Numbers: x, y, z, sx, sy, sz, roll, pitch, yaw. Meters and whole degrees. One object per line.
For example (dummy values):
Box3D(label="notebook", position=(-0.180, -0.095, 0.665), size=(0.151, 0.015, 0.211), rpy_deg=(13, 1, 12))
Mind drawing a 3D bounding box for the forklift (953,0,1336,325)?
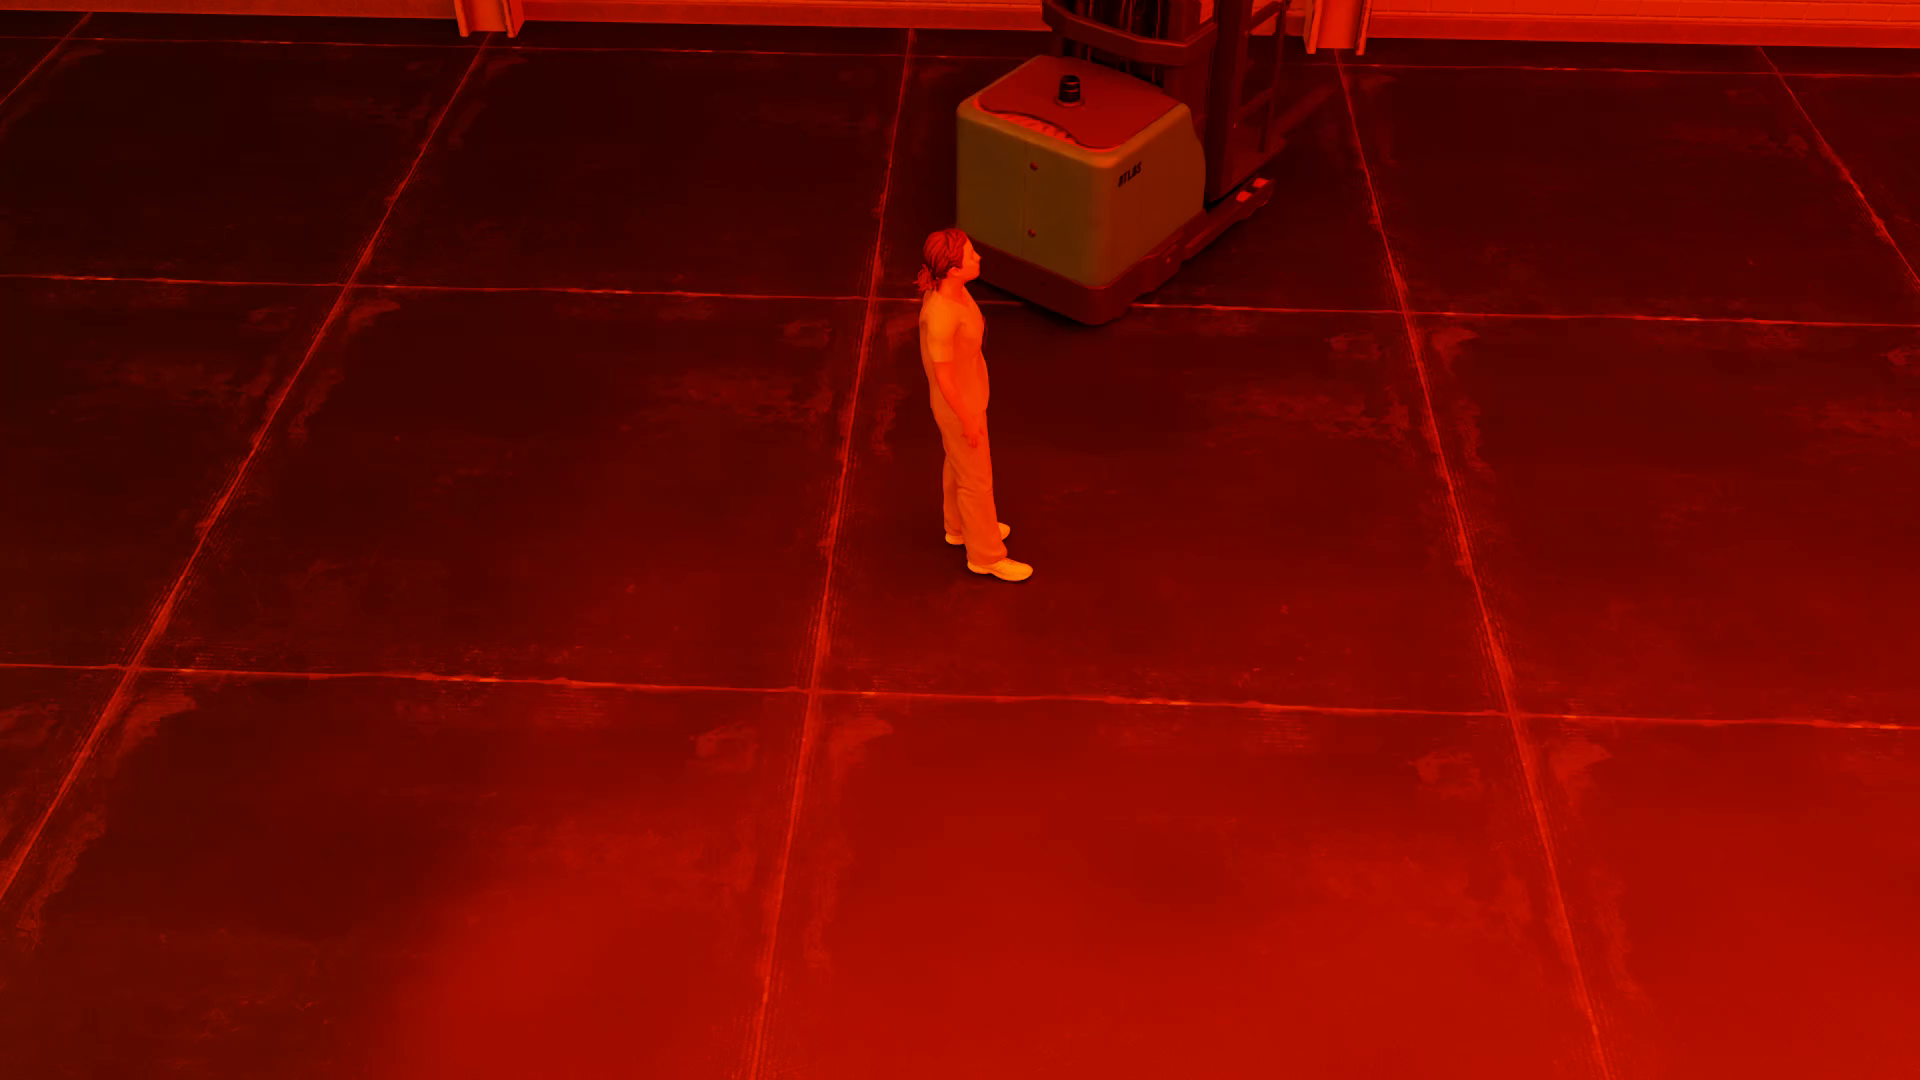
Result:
Box3D(label="forklift", position=(1.260, -3.199, 9.247), size=(1.130, 2.935, 3.031), rpy_deg=(27, 49, 27))

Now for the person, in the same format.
Box3D(label="person", position=(0.081, -0.608, 7.337), size=(0.532, 1.661, 0.549), rpy_deg=(2, 42, 2))
